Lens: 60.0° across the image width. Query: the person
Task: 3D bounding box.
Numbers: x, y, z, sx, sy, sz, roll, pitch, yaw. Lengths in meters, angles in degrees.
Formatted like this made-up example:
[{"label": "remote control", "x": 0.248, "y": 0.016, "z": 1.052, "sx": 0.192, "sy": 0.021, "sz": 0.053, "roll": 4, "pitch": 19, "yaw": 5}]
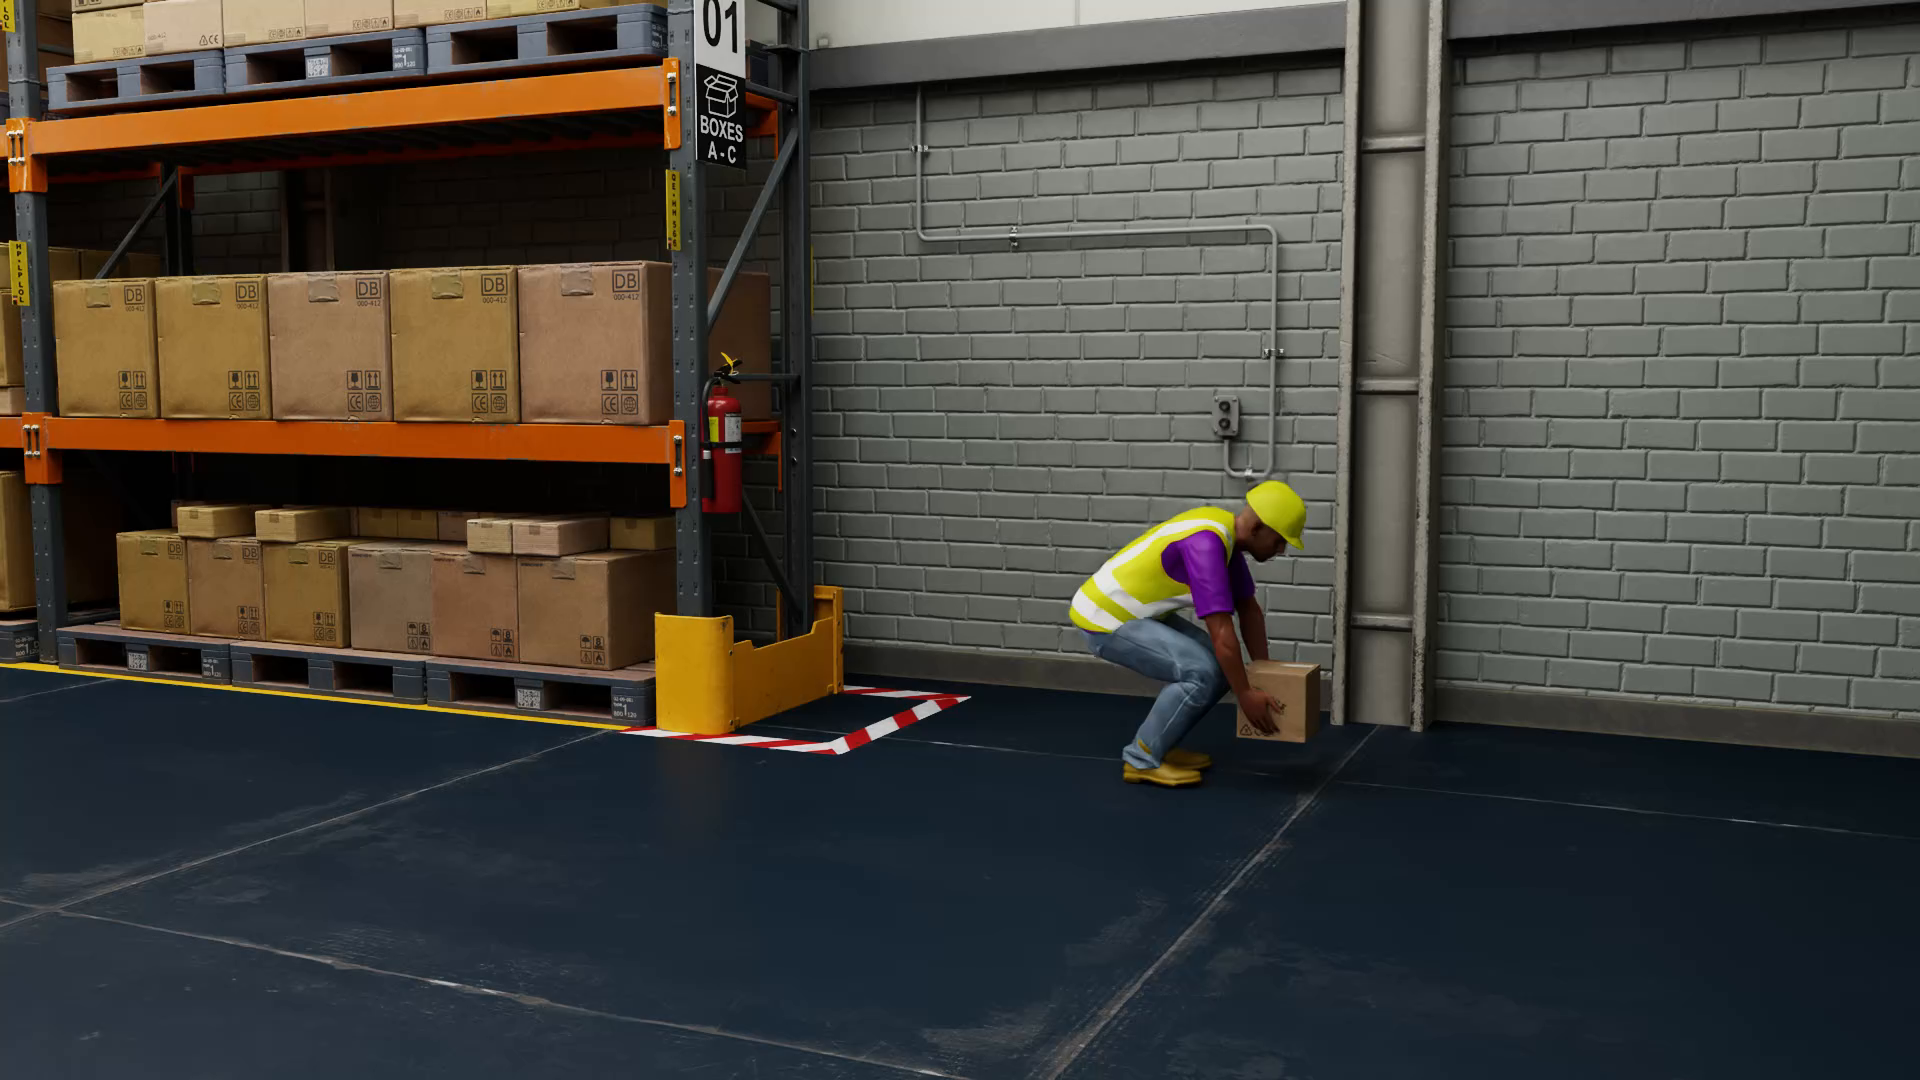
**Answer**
[{"label": "person", "x": 0.865, "y": 0.334, "z": 6.278, "sx": 0.856, "sy": 1.133, "sz": 0.608, "roll": 2, "pitch": 6, "yaw": 23}]
